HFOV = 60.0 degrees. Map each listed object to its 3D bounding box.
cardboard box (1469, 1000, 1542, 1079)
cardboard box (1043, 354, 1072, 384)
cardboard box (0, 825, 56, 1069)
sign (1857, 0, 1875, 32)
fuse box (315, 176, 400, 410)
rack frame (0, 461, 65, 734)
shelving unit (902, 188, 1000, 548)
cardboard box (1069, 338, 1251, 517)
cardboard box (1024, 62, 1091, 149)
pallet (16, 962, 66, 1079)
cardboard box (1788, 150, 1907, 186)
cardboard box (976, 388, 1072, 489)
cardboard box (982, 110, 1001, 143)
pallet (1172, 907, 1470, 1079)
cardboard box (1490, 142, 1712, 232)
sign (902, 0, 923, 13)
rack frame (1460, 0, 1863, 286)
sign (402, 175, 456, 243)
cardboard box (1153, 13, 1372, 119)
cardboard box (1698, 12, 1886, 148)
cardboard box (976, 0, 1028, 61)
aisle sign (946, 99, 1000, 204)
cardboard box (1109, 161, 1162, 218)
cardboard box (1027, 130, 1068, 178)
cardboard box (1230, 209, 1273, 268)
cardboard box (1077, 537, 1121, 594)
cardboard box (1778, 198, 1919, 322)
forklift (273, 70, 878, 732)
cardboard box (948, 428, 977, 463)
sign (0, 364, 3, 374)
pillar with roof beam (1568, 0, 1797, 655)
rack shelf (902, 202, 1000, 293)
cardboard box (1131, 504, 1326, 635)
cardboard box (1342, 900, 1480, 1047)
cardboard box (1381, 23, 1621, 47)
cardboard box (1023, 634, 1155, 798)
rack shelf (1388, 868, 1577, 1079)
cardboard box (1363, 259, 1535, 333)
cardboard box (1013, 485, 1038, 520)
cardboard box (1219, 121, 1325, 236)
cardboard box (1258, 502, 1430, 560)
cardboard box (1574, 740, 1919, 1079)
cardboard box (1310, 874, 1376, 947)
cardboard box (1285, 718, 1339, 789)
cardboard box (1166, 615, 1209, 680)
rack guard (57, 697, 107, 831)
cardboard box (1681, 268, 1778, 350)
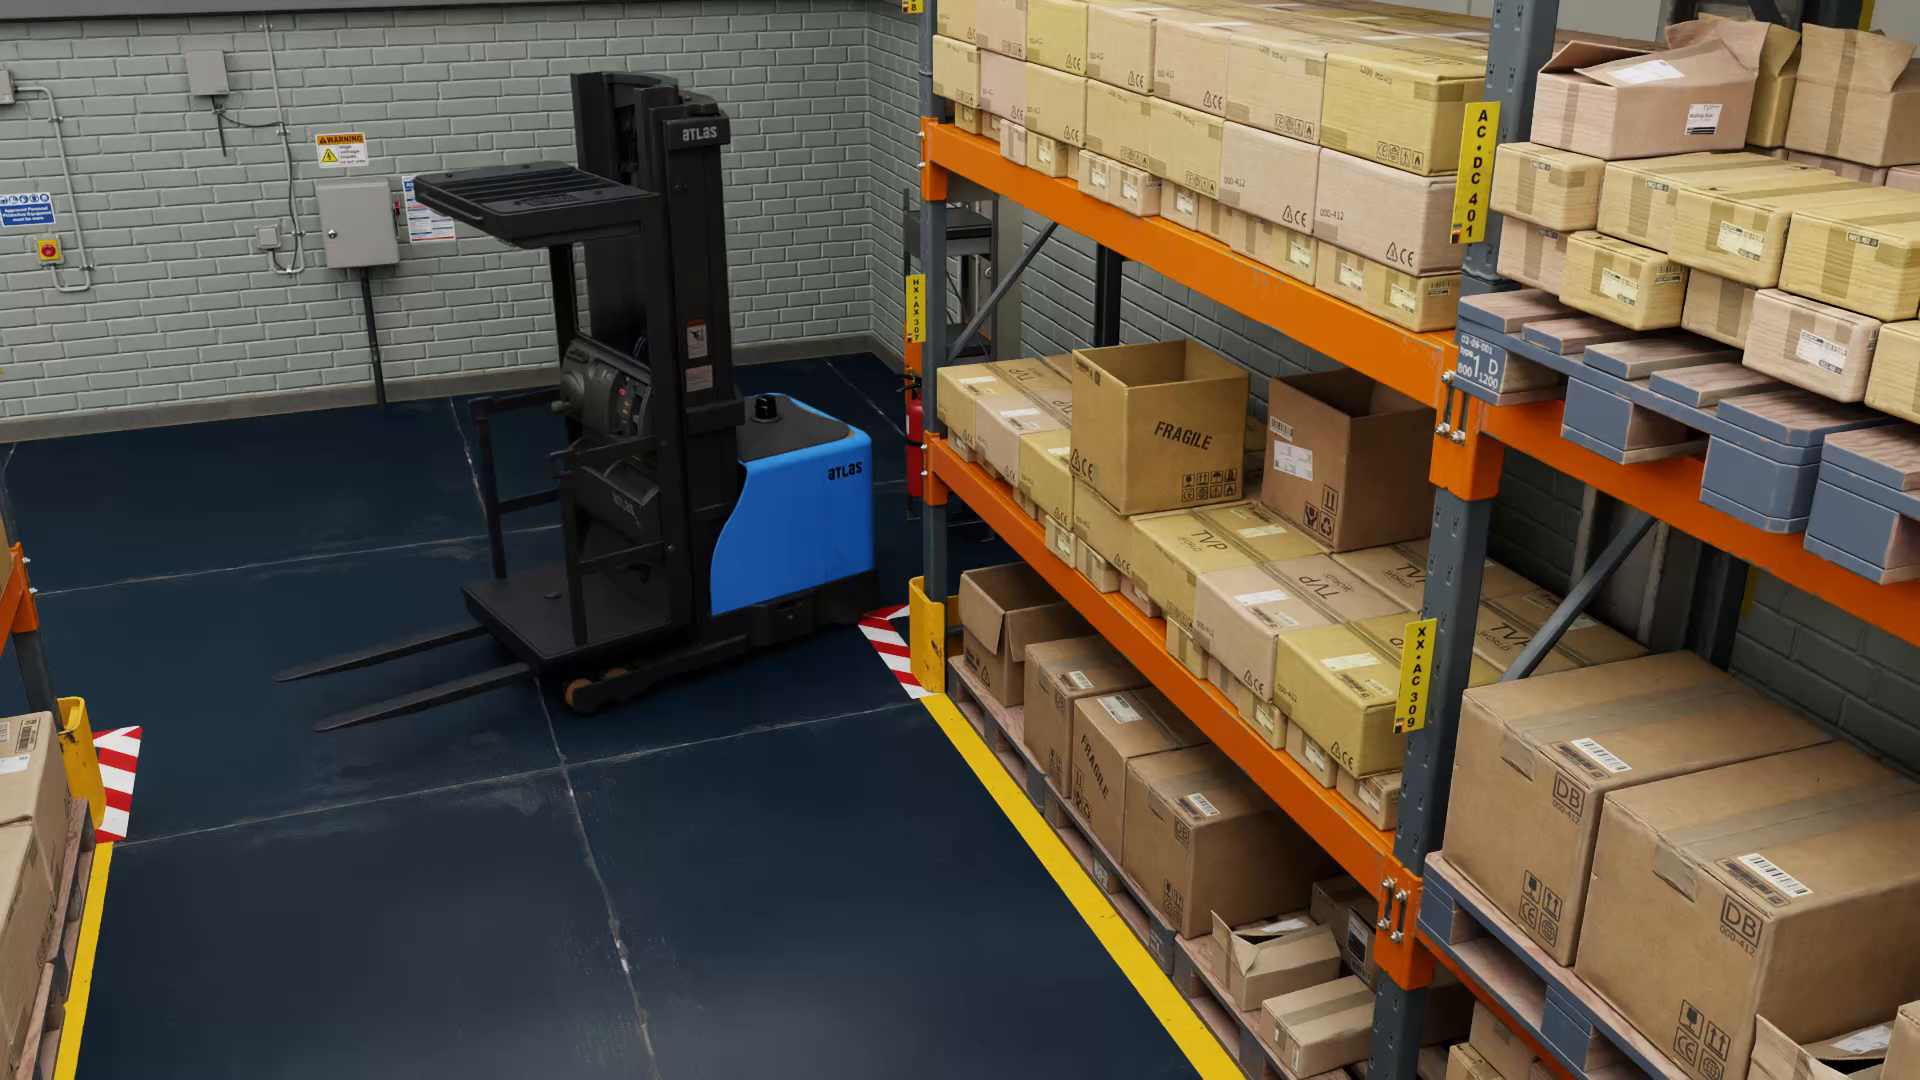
[{"bbox_3d":[1.650,1.365,4.609,0.380,0.149,0.250,-9,24,-20],"label":"cardboard box"},{"bbox_3d":[0.713,-0.707,7.874,0.500,0.250,0.500,-8,24,-17],"label":"cardboard box"},{"bbox_3d":[-3.682,1.458,5.687,0.875,0.438,0.875,-8,24,-18],"label":"cardboard box"},{"bbox_3d":[2.233,-1.195,4.189,0.100,0.325,0.005,-8,24,-19],"label":"sign"},{"bbox_3d":[-4.337,-1.774,12.256,0.539,1.711,0.414,-8,24,-19],"label":"fuse box"},{"bbox_3d":[-4.340,-0.087,6.594,1.000,3.000,0.127,-8,24,-19],"label":"rack frame"},{"bbox_3d":[-0.059,-1.028,9.985,0.431,2.100,0.503,-8,24,-19],"label":"shelving unit"},{"bbox_3d":[0.741,-0.436,6.267,0.500,0.500,0.500,-8,24,-18],"label":"cardboard box"},{"bbox_3d":[0.571,-1.651,6.254,0.500,0.250,0.500,-9,25,-21],"label":"cardboard box"},{"bbox_3d":[-3.557,1.920,5.422,1.003,0.211,1.213,-8,24,-19],"label":"pallet"},{"bbox_3d":[2.042,-0.776,3.638,0.380,0.149,0.250,-8,24,-19],"label":"cardboard box"},{"bbox_3d":[0.389,-0.452,7.271,0.500,0.250,0.500,-8,24,-18],"label":"cardboard box"},{"bbox_3d":[0.314,-1.796,7.111,0.380,0.149,0.250,-8,24,-18],"label":"cardboard box"},{"bbox_3d":[1.474,1.720,5.899,1.003,0.211,1.213,-8,24,-19],"label":"pallet"},{"bbox_3d":[1.410,-0.790,3.672,0.380,0.149,0.250,-8,24,-17],"label":"cardboard box"},{"bbox_3d":[-0.205,-2.480,7.284,0.100,0.325,0.005,-8,24,-19],"label":"sign"},{"bbox_3d":[1.715,-2.080,3.600,1.000,3.000,0.127,-8,24,-19],"label":"rack frame"},{"bbox_3d":[-3.948,-2.467,12.363,0.329,0.494,0.001,-8,24,-19],"label":"sign"},{"bbox_3d":[0.953,-1.515,5.288,0.500,0.250,0.500,-8,24,-18],"label":"cardboard box"},{"bbox_3d":[1.887,-1.048,3.750,0.396,0.266,0.258,-9,24,-20],"label":"cardboard box"},{"bbox_3d":[0.386,-2.067,6.596,0.500,0.250,0.500,-9,24,-19],"label":"cardboard box"},{"bbox_3d":[0.003,-1.952,7.671,0.394,0.787,0.004,-8,24,-19],"label":"aisle sign"},{"bbox_3d":[0.740,-1.228,5.762,0.380,0.149,0.250,-8,24,-18],"label":"cardboard box"},{"bbox_3d":[0.480,-1.502,6.413,0.380,0.149,0.250,-8,24,-19],"label":"cardboard box"},{"bbox_3d":[1.059,-0.950,5.104,0.380,0.149,0.250,-8,24,-19],"label":"cardboard box"},{"bbox_3d":[0.682,0.071,6.542,0.380,0.149,0.250,-8,24,-18],"label":"cardboard box"},{"bbox_3d":[1.737,-0.515,3.019,0.380,0.149,0.250,-9,24,-20],"label":"cardboard box"},{"bbox_3d":[-1.936,-0.727,8.201,3.031,2.935,1.130,-16,28,-34],"label":"forklift"},{"bbox_3d":[0.162,-0.496,7.889,0.380,0.149,0.250,-9,24,-19],"label":"cardboard box"},{"bbox_3d":[-3.828,-0.799,6.488,0.100,0.325,0.005,-8,24,-19],"label":"sign"},{"bbox_3d":[-1.715,-1.866,3.092,9.100,9.000,0.400,-8,24,-19],"label":"pillar with roof beam"},{"bbox_3d":[-0.059,-1.660,9.718,0.431,0.518,0.480,-8,24,-19],"label":"rack shelf"},{"bbox_3d":[0.952,0.102,5.957,0.500,0.250,0.500,-9,24,-19],"label":"cardboard box"},{"bbox_3d":[1.703,1.457,5.852,0.500,0.311,0.500,-7,24,-17],"label":"cardboard box"},{"bbox_3d":[1.609,-1.402,5.018,0.500,0.250,0.500,-9,24,-20],"label":"cardboard box"},{"bbox_3d":[0.695,0.740,7.309,0.700,0.500,0.500,-7,24,-17],"label":"cardboard box"},{"bbox_3d":[2.422,1.742,3.180,1.077,0.370,4.000,-8,24,-19],"label":"rack shelf"},{"bbox_3d":[1.312,-0.672,4.445,0.380,0.149,0.250,-9,24,-19],"label":"cardboard box"},{"bbox_3d":[0.452,-0.219,7.232,0.380,0.149,0.250,-8,24,-17],"label":"cardboard box"},{"bbox_3d":[1.117,-1.094,4.933,0.500,0.250,0.500,-9,25,-21],"label":"cardboard box"},{"bbox_3d":[1.429,0.030,6.127,0.500,0.250,0.500,-8,24,-18],"label":"cardboard box"},{"bbox_3d":[1.860,0.839,3.728,0.700,0.500,0.500,-8,24,-18],"label":"cardboard box"},{"bbox_3d":[1.550,1.374,6.257,0.380,0.149,0.250,-9,24,-20],"label":"cardboard box"},{"bbox_3d":[1.254,0.627,5.224,0.380,0.149,0.250,-8,24,-18],"label":"cardboard box"},{"bbox_3d":[0.956,0.348,5.886,0.380,0.149,0.250,-9,24,-20],"label":"cardboard box"},{"bbox_3d":[-4.349,1.056,7.100,1.175,0.500,0.348,-8,24,-19],"label":"rack guard"},{"bbox_3d":[1.689,-0.481,3.322,0.380,0.149,0.250,-8,24,-19],"label":"cardboard box"}]
